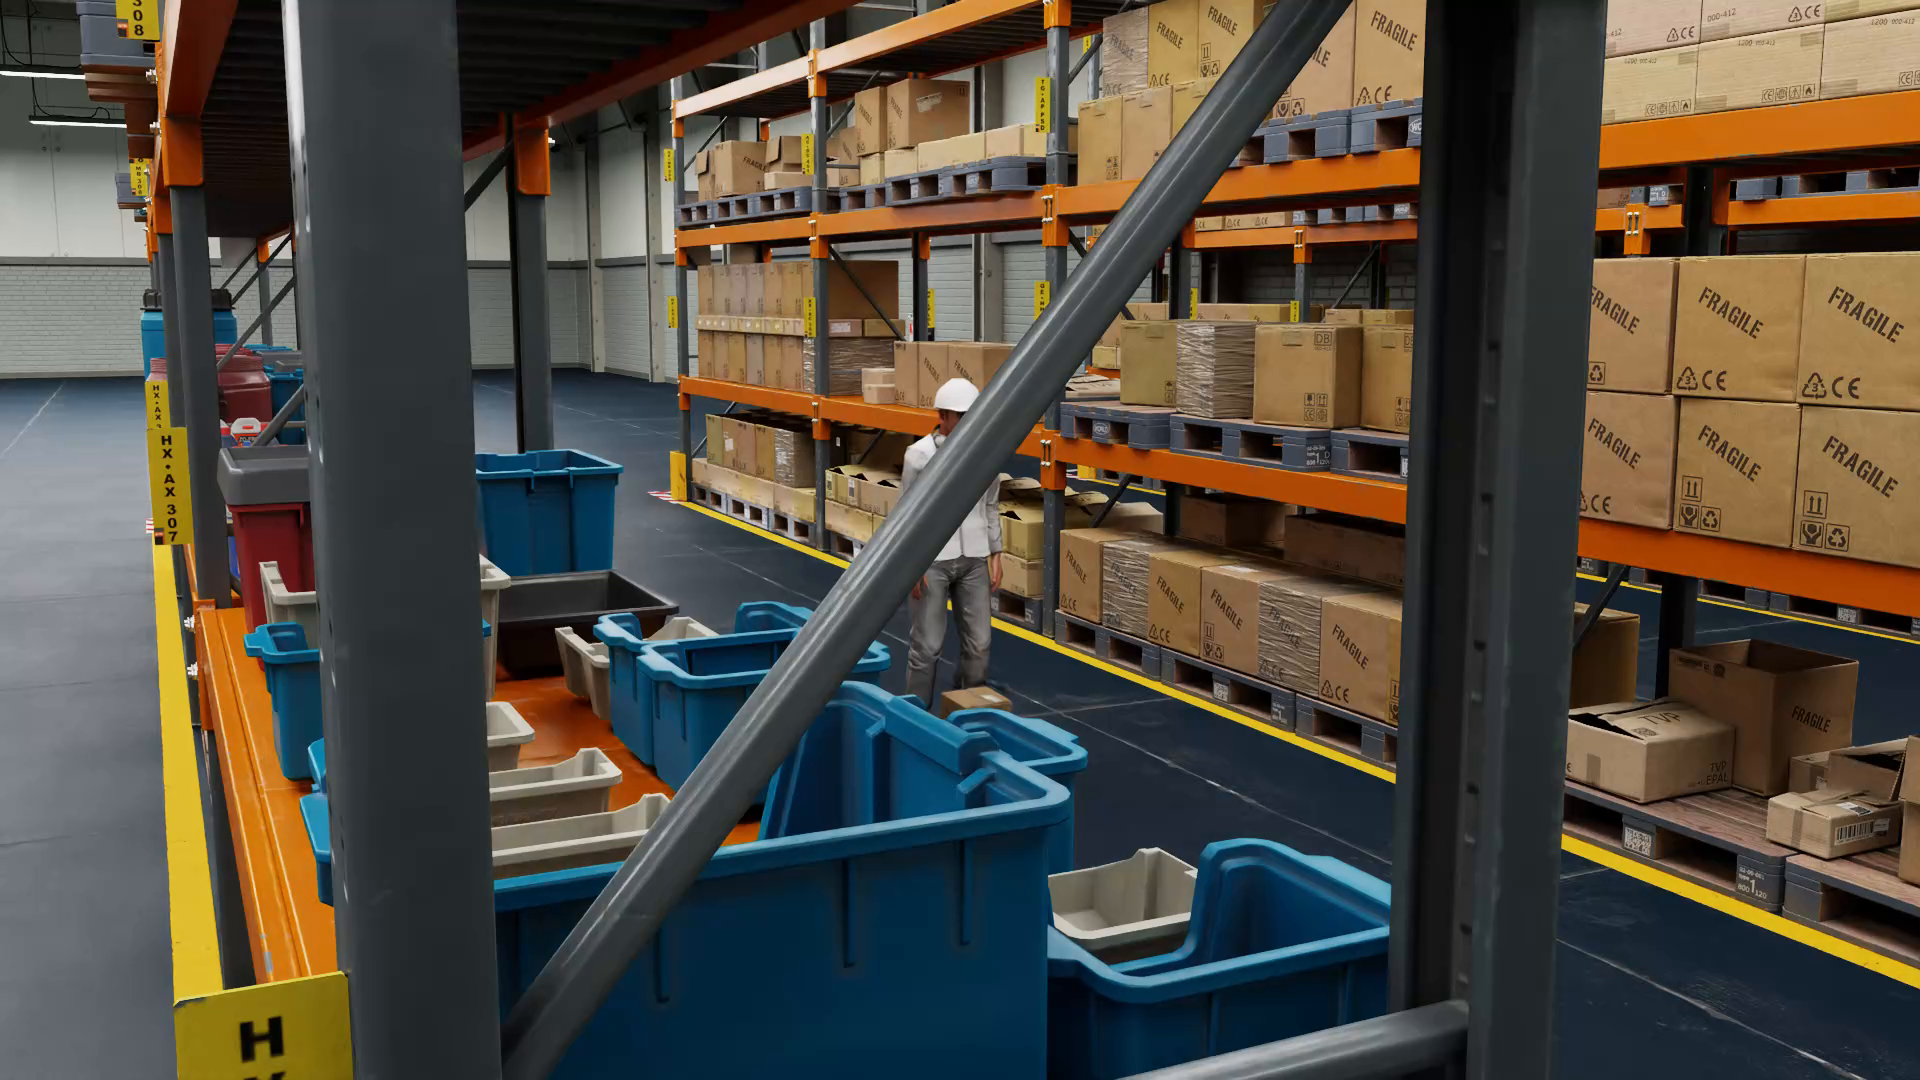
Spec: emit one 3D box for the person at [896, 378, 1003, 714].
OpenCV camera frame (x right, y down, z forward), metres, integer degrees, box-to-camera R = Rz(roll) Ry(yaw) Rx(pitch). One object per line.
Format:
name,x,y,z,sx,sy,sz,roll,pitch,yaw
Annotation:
person,-0.042,0.109,8.011,0.569,1.772,0.474,-4,10,-28
